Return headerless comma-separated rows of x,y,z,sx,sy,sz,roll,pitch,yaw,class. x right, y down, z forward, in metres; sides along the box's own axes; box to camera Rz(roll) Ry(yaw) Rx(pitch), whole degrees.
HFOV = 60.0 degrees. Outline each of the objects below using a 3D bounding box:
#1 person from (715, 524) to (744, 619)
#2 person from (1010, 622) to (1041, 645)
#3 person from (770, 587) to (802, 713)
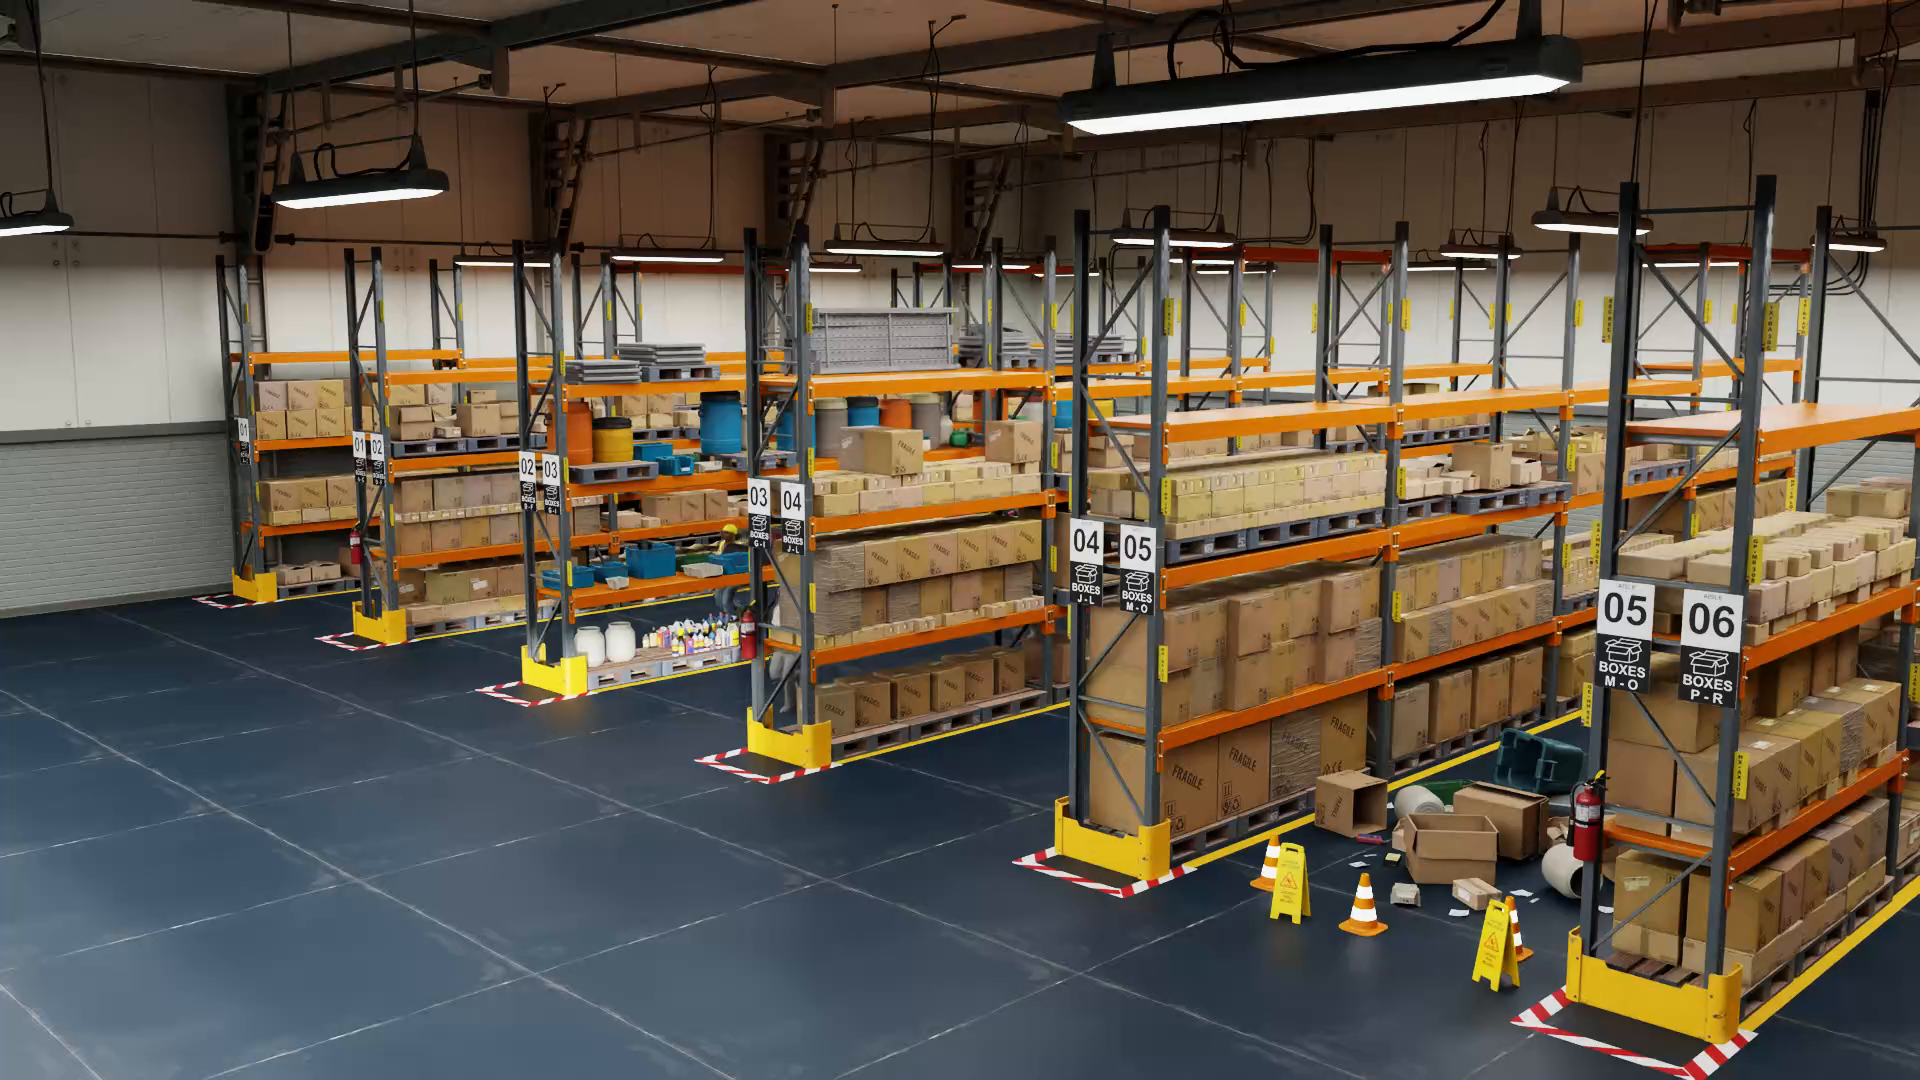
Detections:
-3.601,0.595,26.287,0.684,1.722,0.597,6,10,38,person
0.975,0.711,25.372,0.638,1.820,0.706,6,10,35,person
-2.223,1.384,21.153,0.615,1.649,0.643,5,10,34,person
